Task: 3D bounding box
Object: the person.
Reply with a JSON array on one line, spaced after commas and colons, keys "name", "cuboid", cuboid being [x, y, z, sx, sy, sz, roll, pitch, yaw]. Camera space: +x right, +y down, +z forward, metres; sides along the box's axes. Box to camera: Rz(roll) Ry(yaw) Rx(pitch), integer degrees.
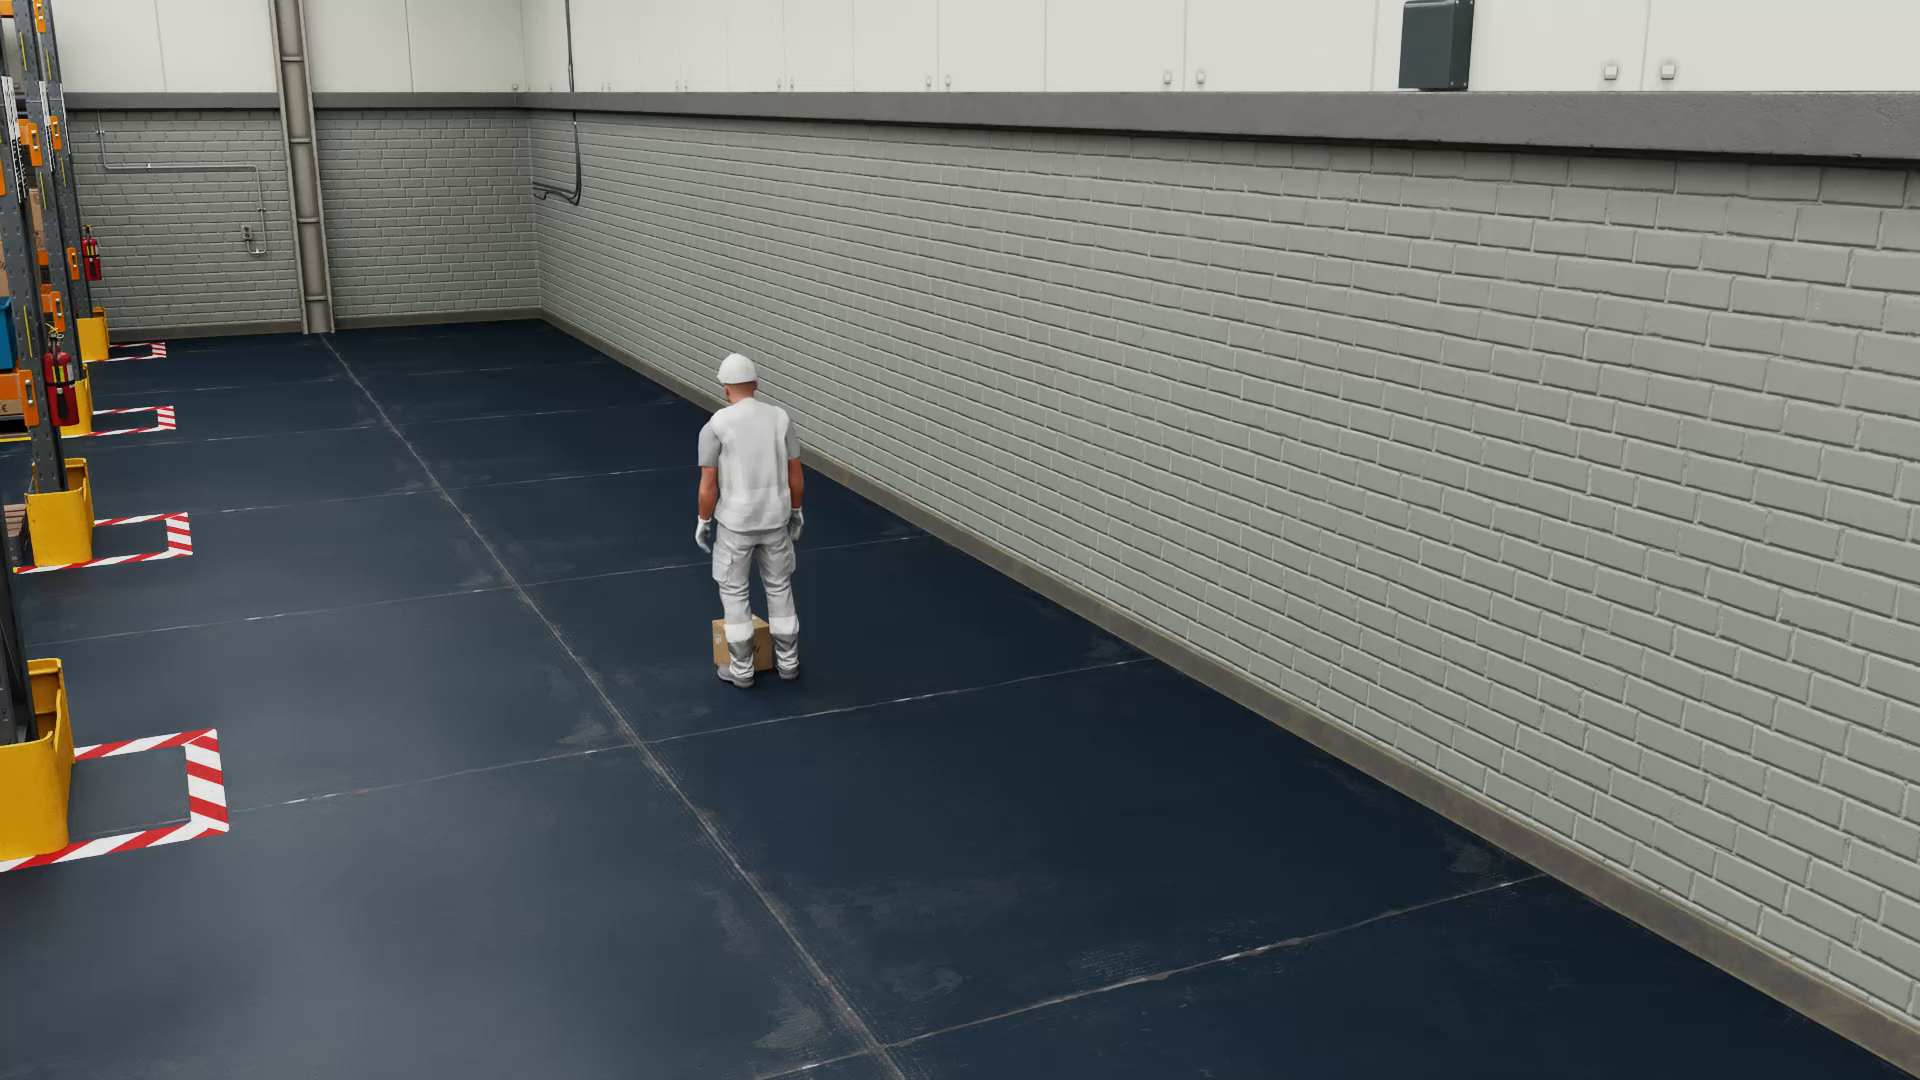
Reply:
[{"name": "person", "cuboid": [-1.115, -0.102, 8.869, 0.609, 1.779, 0.454, -7, 17, -25]}]
